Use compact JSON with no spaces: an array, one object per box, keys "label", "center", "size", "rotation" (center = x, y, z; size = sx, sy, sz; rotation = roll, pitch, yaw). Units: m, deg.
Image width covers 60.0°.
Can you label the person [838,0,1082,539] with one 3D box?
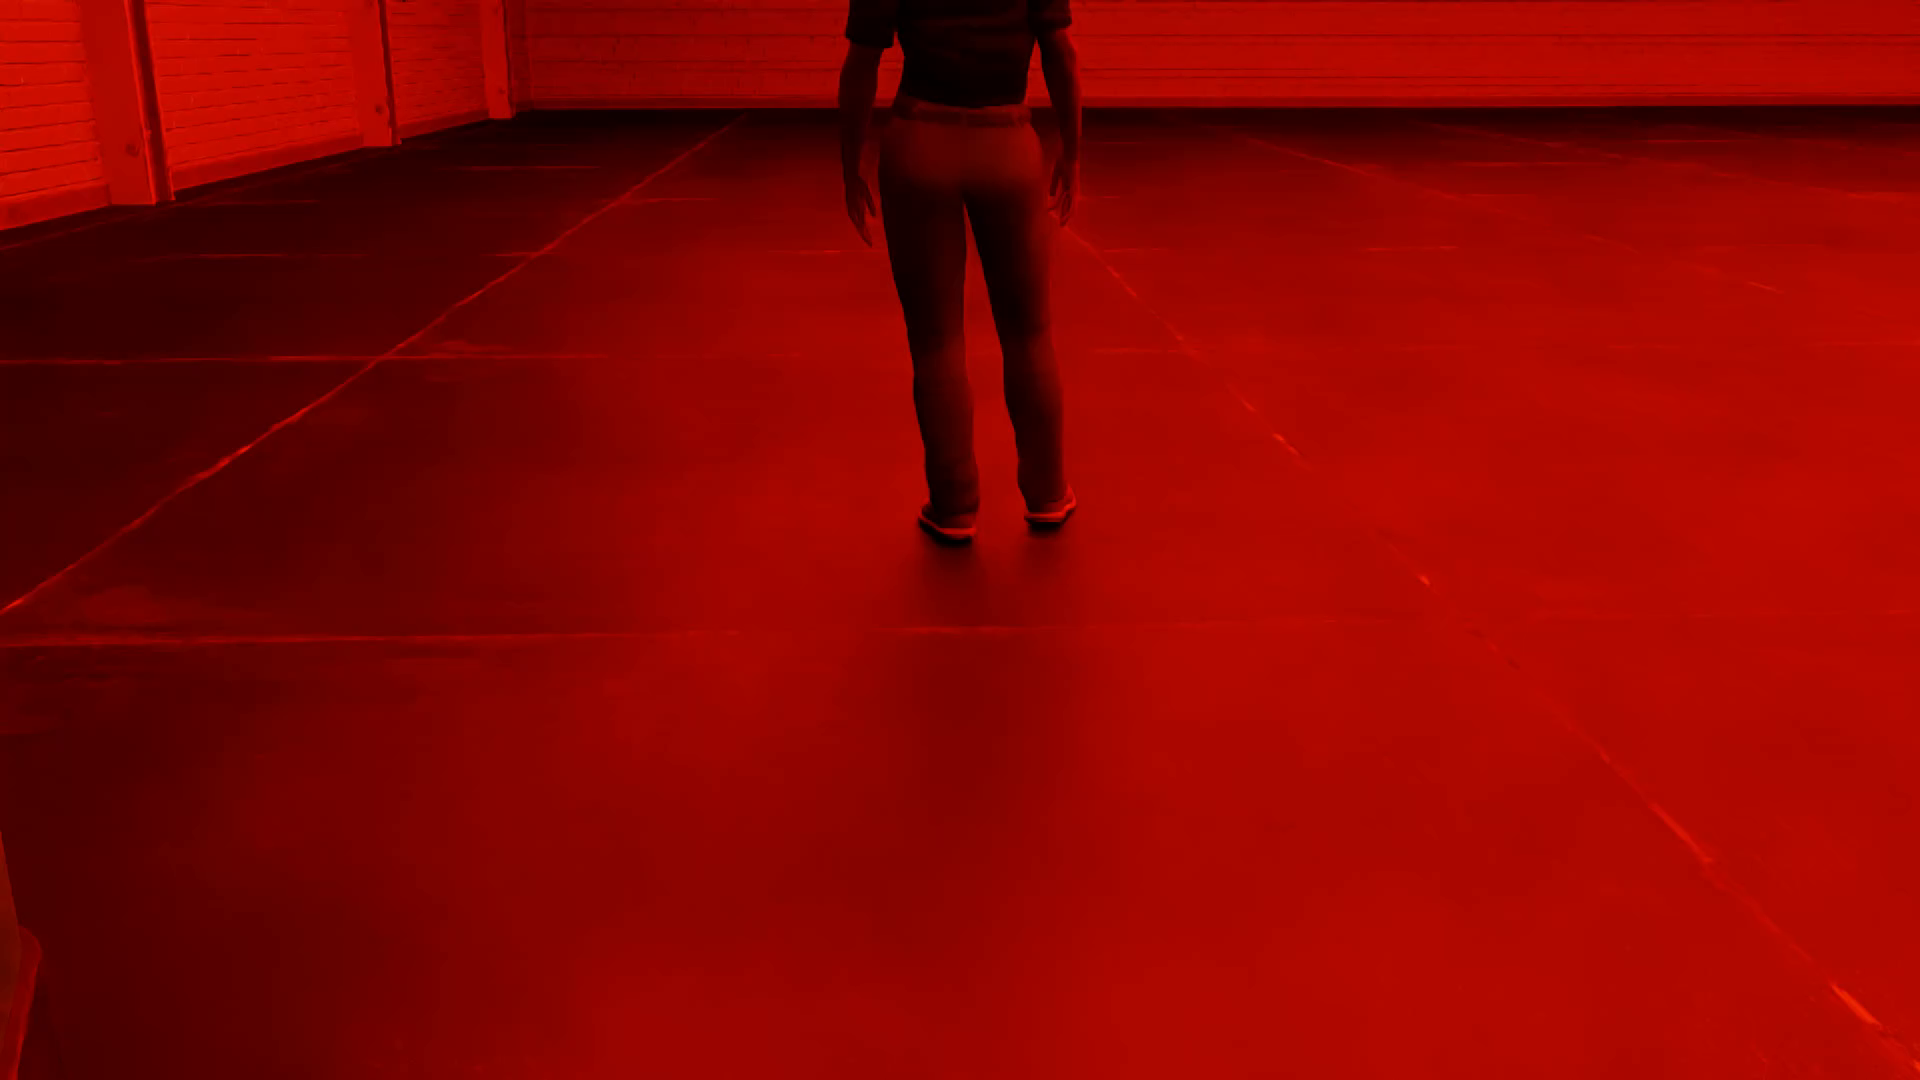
[{"label":"person","center":[0.015,-0.824,3.759],"size":[0.570,1.654,0.503],"rotation":[-1,17,-3]}]
